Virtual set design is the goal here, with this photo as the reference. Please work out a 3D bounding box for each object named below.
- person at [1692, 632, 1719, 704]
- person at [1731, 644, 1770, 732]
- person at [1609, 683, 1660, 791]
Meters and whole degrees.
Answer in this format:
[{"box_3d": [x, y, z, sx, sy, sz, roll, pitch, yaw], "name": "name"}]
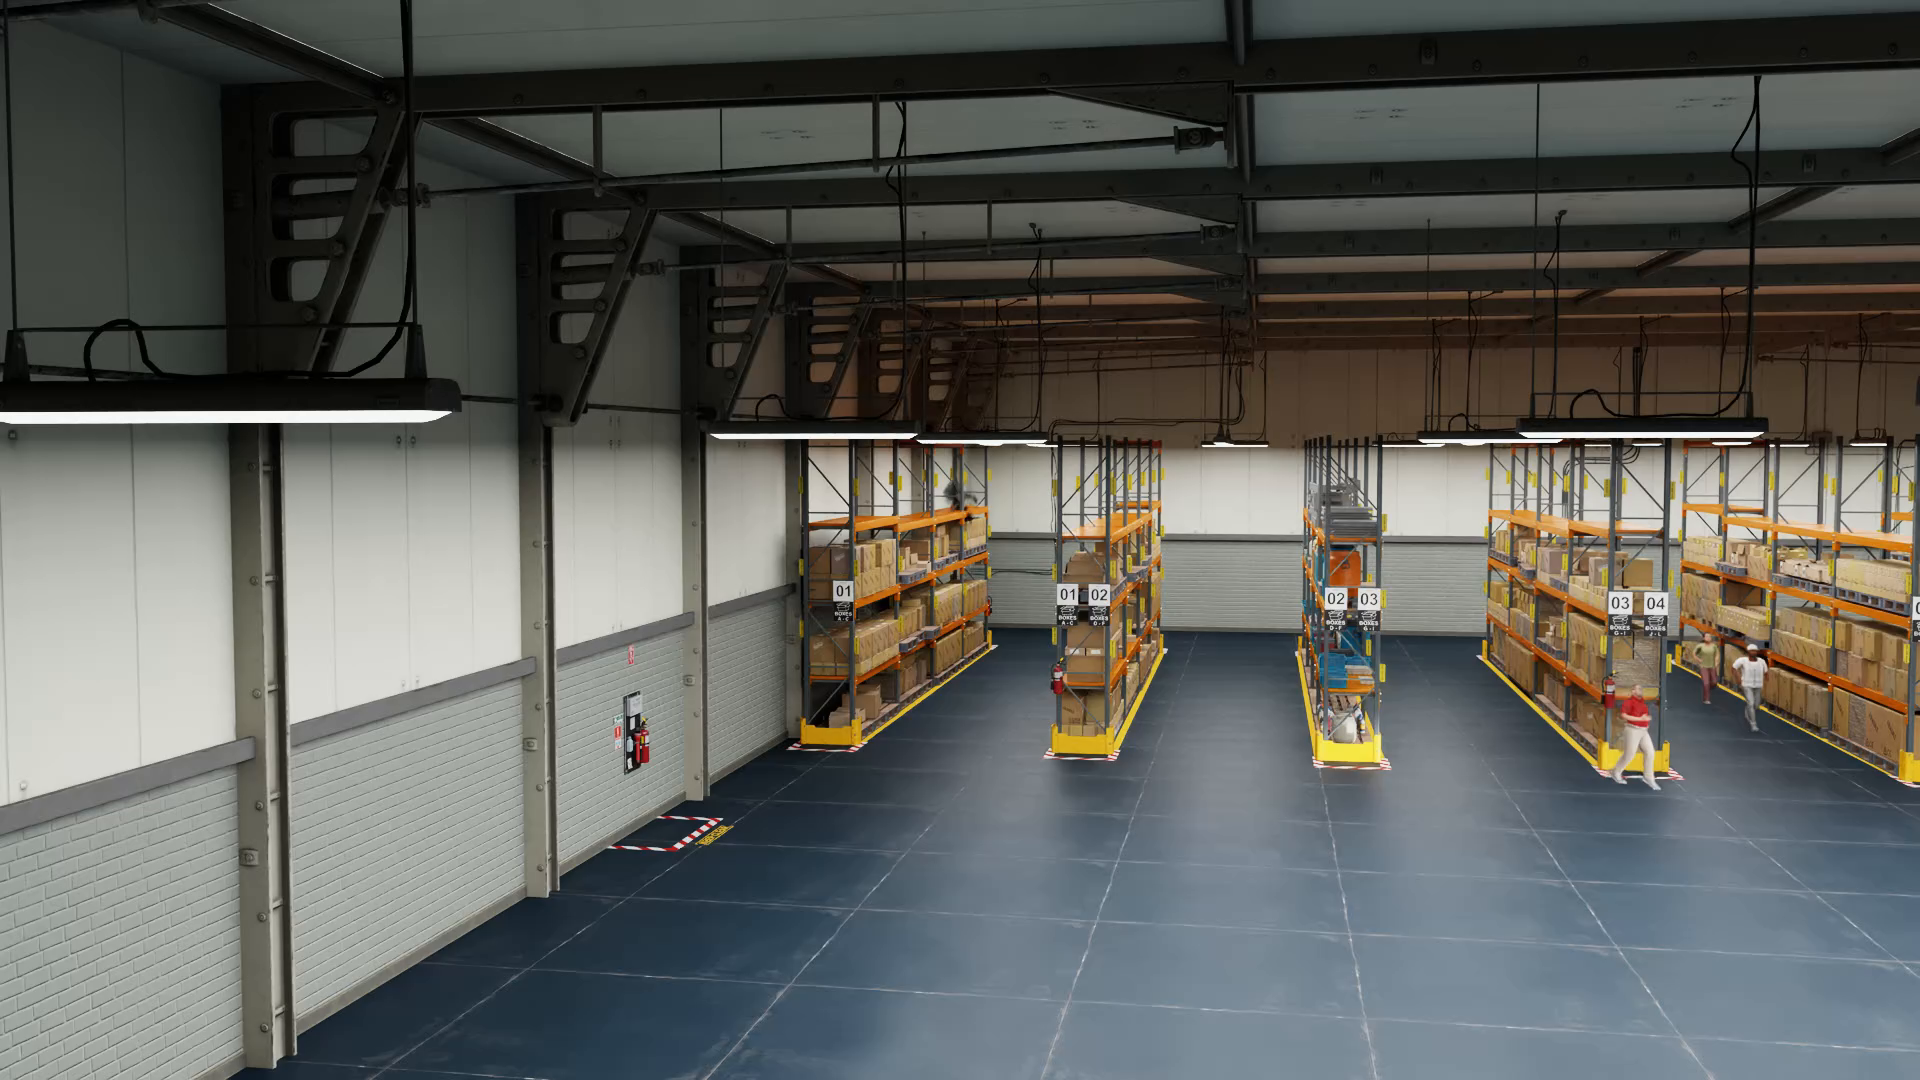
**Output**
[{"box_3d": [16.854, 2.878, 37.553, 0.578, 1.619, 0.569, 0, 3, 8], "name": "person"}, {"box_3d": [16.246, 3.012, 34.140, 0.700, 1.760, 0.824, 0, 3, 5], "name": "person"}, {"box_3d": [11.477, 3.324, 28.222, 0.663, 1.774, 0.818, -2, 4, -33], "name": "person"}]
